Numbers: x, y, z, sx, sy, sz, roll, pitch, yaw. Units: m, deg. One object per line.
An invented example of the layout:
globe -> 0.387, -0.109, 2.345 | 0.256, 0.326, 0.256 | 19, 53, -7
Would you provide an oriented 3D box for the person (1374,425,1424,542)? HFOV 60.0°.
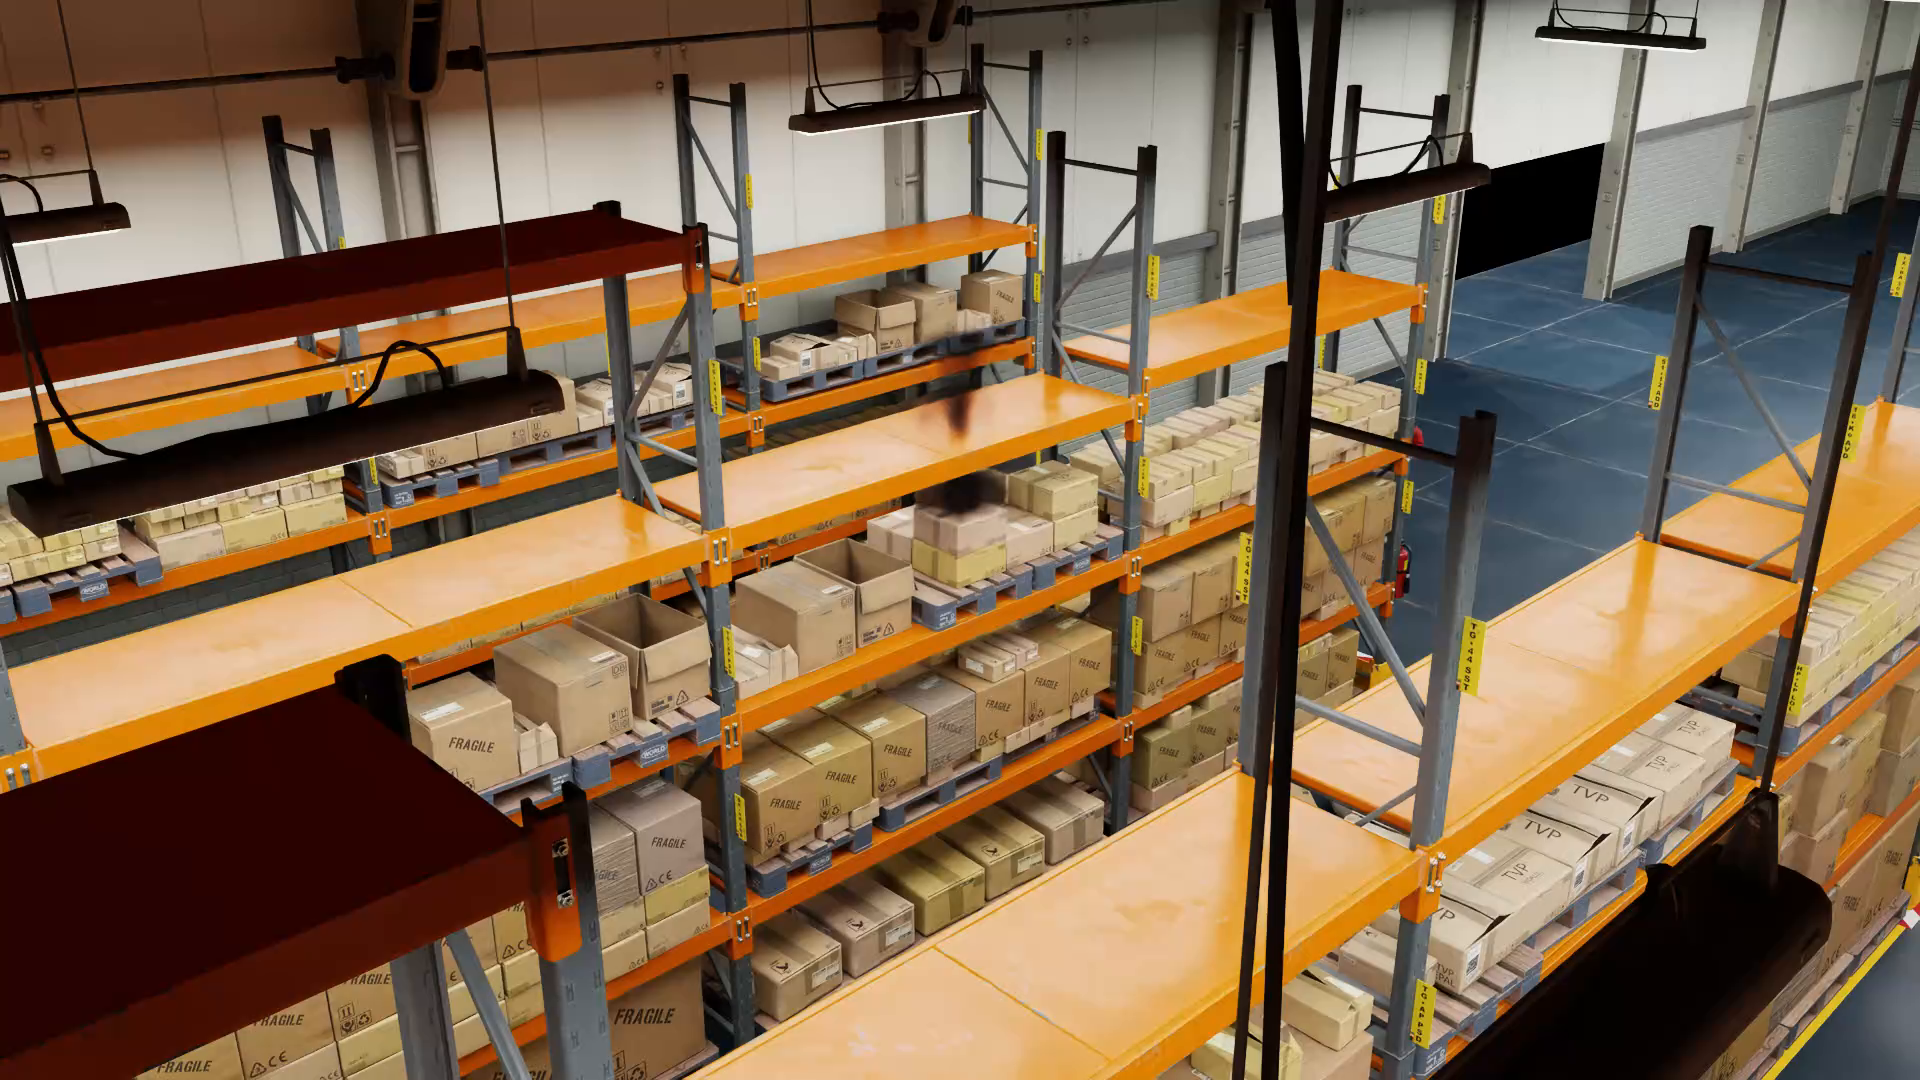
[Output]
person -> 5.326, -0.773, 20.672 | 0.707, 1.697, 1.007 | 14, 26, 31
